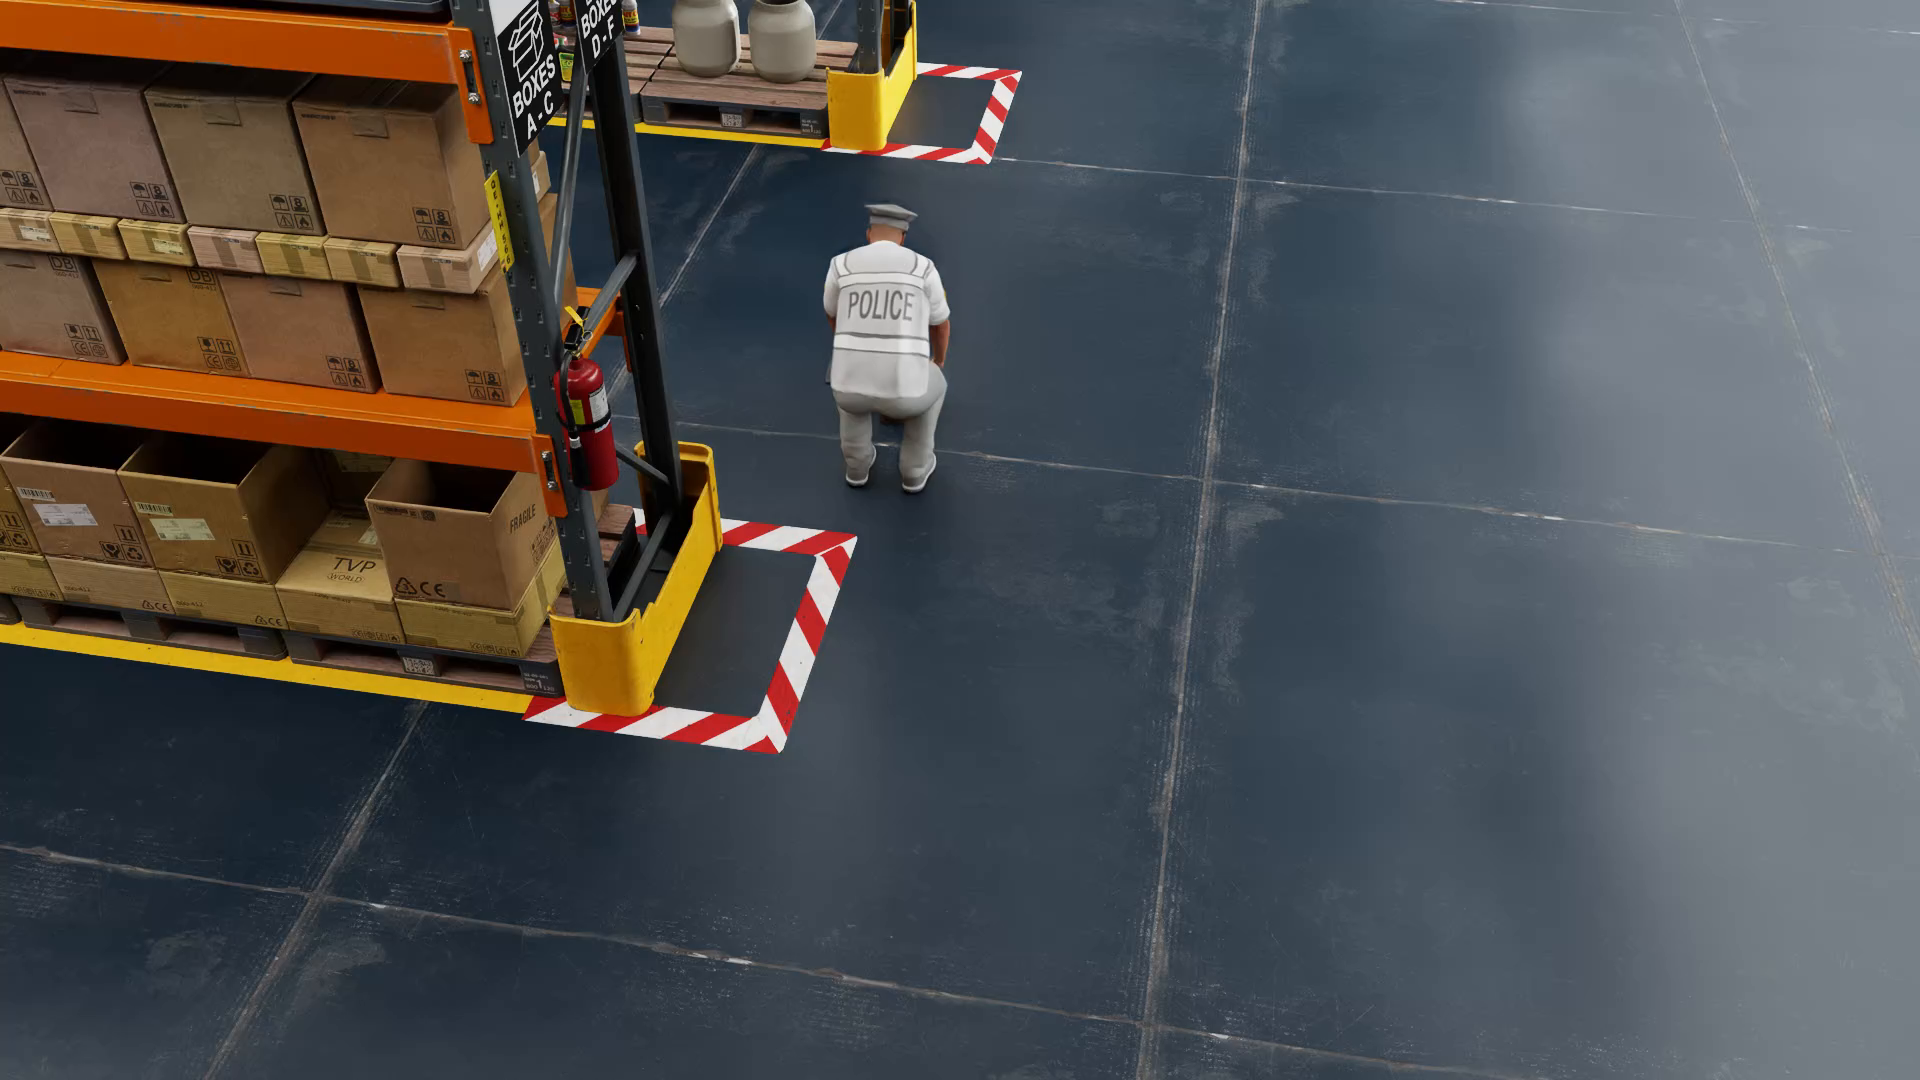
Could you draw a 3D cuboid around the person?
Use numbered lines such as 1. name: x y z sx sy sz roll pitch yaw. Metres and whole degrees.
1. person: -0.304 -0.880 7.711 0.512 1.080 1.044 5 41 6
